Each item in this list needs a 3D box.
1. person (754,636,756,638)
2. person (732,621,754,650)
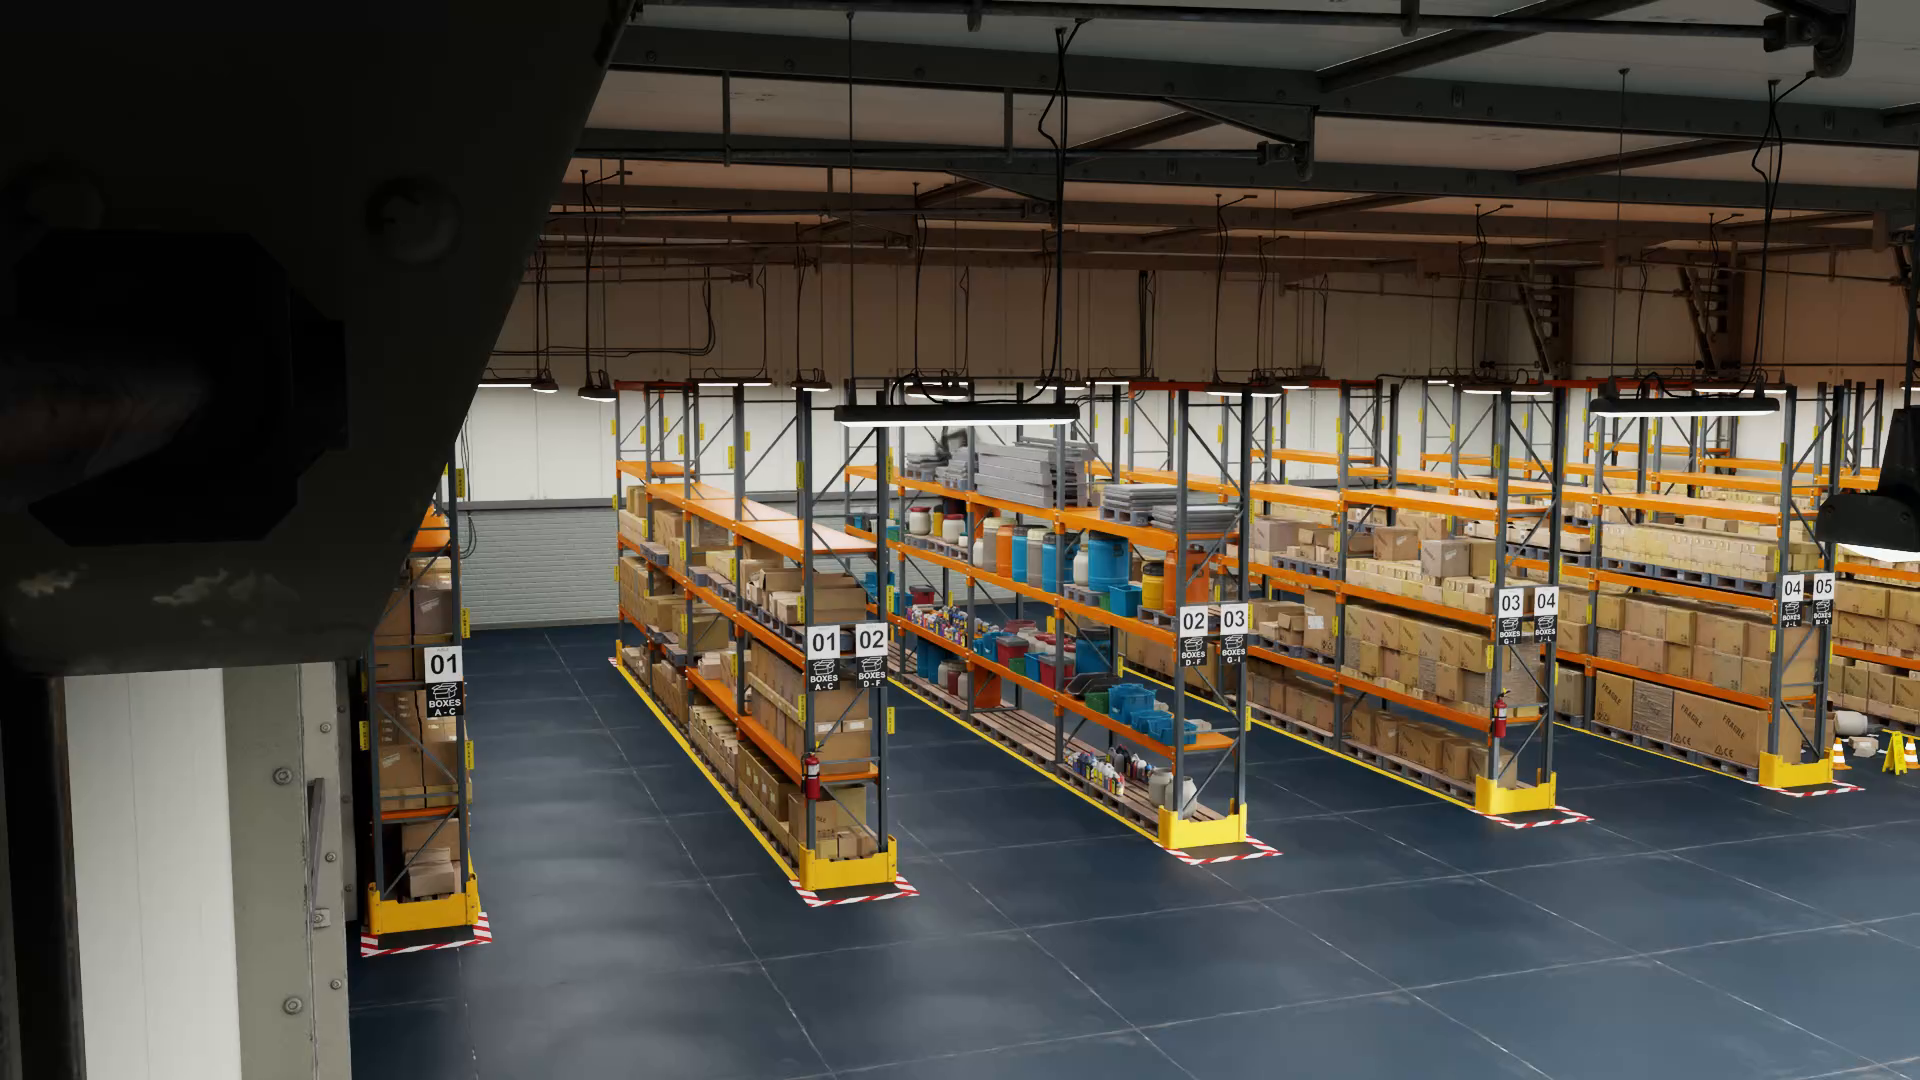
[{"bbox_3d":[-3.634,1.918,31.336,0.571,1.680,0.632,-3,7,-25],"label":"person"},{"bbox_3d":[-4.583,1.797,34.818,0.688,1.837,0.779,-5,8,-37],"label":"person"}]
